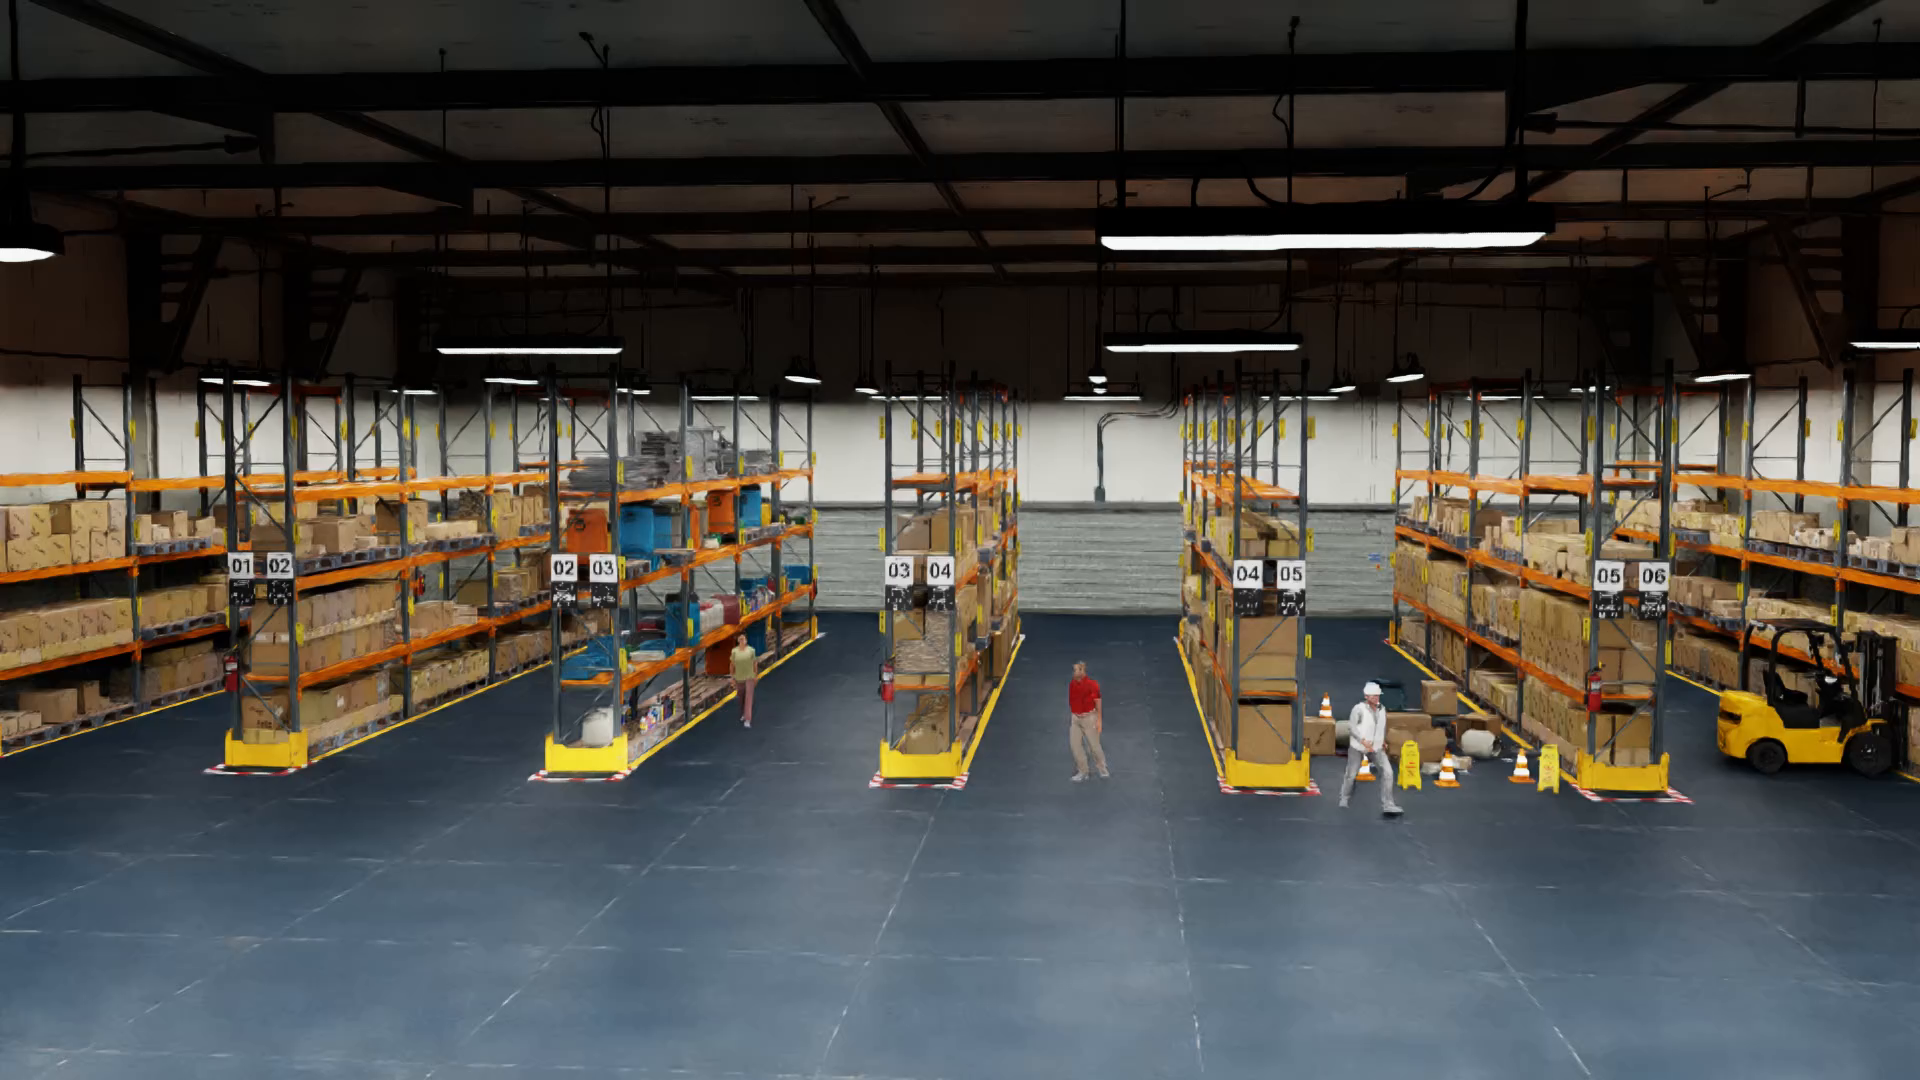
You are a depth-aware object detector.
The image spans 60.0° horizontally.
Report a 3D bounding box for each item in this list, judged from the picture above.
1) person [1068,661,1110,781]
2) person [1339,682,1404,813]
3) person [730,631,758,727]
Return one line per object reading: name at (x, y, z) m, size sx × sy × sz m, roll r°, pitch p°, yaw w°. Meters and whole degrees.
person at (1.847, 2.580, 23.861) m, size 0.595 × 1.711 × 0.580 m, roll 3°, pitch 5°, yaw 41°
person at (5.367, 2.700, 21.880) m, size 0.680 × 1.713 × 0.830 m, roll -1°, pitch 4°, yaw -13°
person at (-3.684, 2.332, 28.197) m, size 0.451 × 1.584 × 1.099 m, roll 0°, pitch 4°, yaw 3°
